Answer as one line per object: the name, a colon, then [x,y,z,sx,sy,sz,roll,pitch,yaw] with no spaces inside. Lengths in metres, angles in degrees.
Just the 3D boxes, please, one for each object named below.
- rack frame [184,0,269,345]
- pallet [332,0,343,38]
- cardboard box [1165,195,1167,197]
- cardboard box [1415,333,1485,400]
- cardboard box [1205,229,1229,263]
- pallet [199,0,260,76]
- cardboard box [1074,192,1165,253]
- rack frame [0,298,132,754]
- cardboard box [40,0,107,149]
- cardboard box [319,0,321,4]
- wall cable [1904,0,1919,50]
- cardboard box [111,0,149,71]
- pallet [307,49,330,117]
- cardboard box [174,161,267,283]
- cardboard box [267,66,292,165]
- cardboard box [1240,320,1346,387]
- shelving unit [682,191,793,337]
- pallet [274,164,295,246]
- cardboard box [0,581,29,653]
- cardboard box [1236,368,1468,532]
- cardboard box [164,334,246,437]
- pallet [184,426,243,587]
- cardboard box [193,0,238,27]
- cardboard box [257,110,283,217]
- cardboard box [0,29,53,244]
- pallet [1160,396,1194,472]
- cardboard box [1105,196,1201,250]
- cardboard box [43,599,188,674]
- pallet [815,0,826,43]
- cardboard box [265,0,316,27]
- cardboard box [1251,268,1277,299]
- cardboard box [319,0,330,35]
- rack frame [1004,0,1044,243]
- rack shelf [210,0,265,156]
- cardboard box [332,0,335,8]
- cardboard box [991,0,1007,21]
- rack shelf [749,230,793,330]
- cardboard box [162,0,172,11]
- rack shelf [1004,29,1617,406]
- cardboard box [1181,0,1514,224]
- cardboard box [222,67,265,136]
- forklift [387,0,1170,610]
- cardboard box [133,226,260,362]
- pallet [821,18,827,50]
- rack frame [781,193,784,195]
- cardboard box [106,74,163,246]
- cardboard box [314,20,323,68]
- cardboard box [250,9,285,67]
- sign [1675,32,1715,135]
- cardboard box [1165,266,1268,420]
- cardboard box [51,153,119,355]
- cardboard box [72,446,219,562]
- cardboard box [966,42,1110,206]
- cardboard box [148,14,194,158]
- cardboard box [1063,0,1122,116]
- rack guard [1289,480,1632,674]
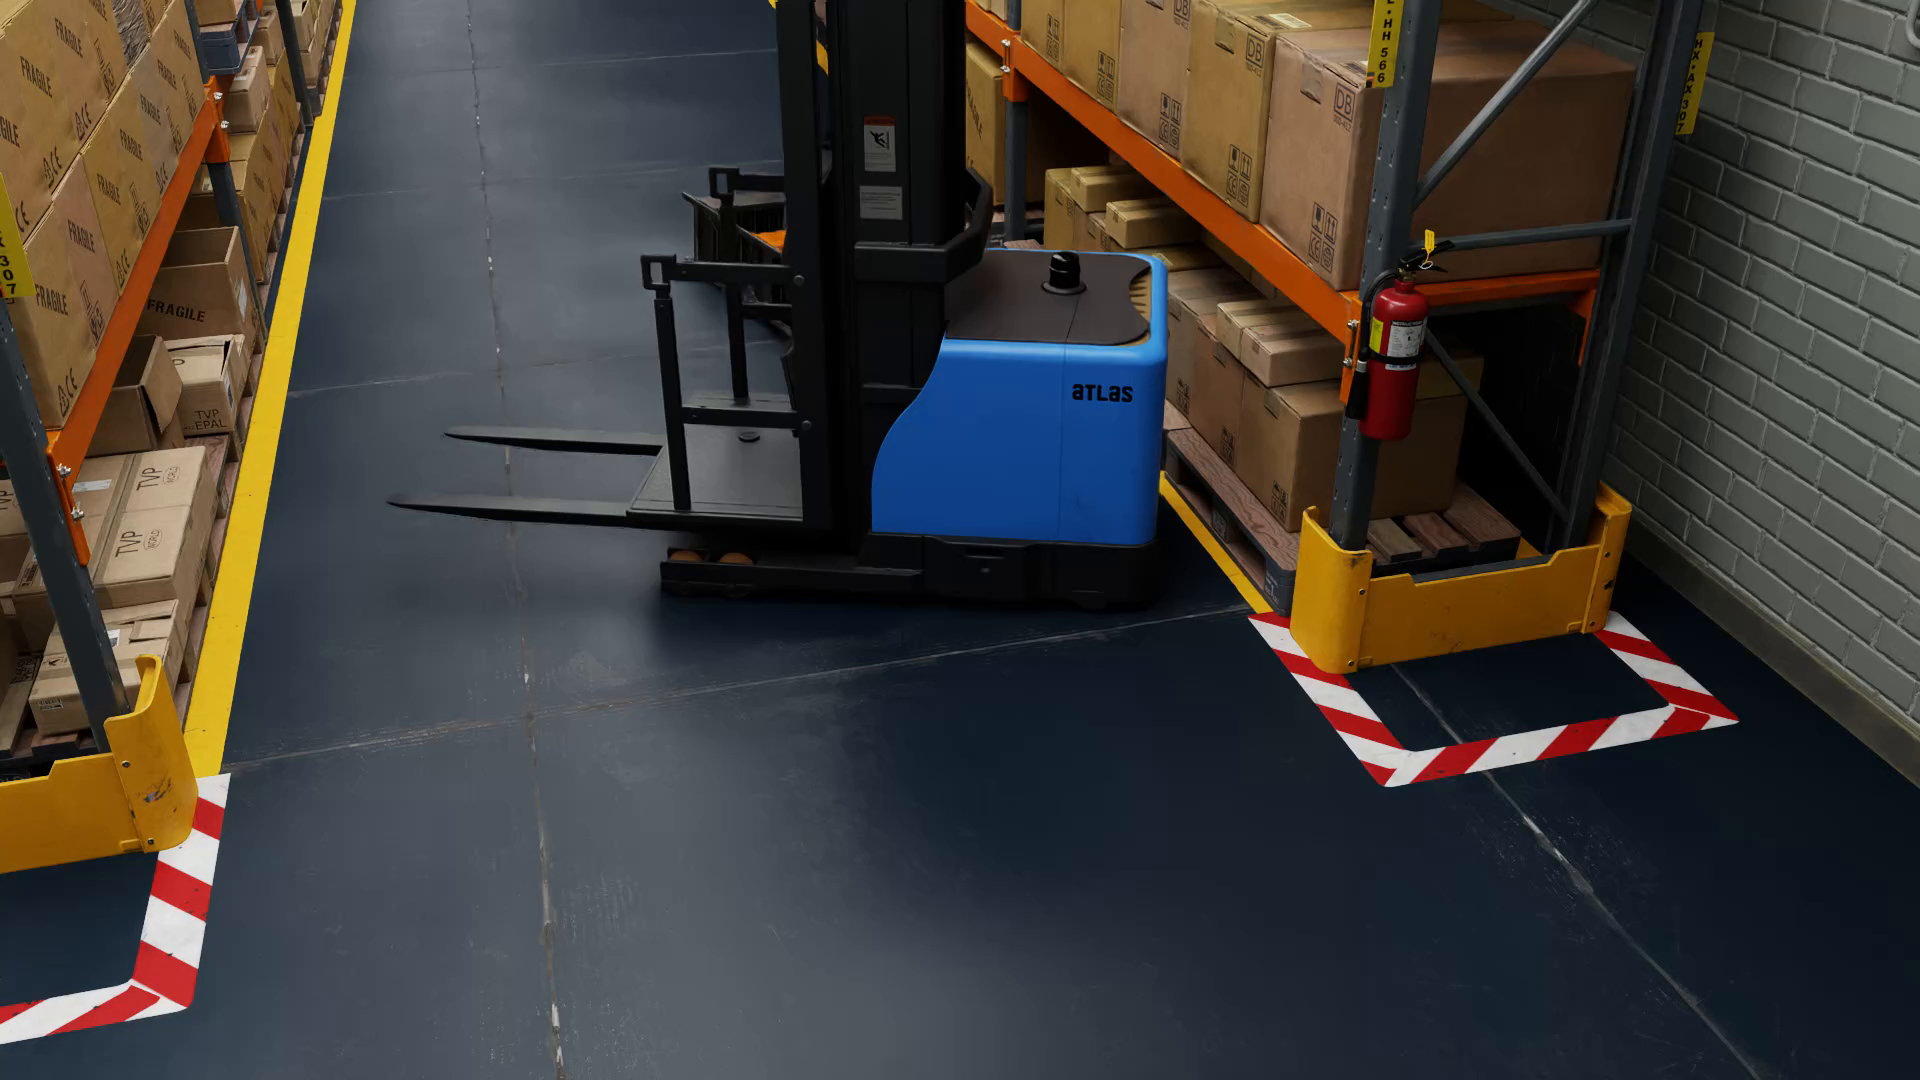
rack frame: [-4.029,-2.256,7.653,1.000,3.000,0.127,-8,31,-13]
pallet: [-5.919,-4.562,14.421,1.003,0.211,1.213,-8,31,-13]
cardboard box: [1.211,-1.637,8.012,0.380,0.149,0.250,-9,31,-15]
cardboard box: [1.752,-0.656,6.317,0.380,0.149,0.250,-8,31,-13]
cardboard box: [1.347,-1.390,7.586,0.380,0.149,0.250,-8,31,-14]
pallet: [-4.136,-2.573,8.393,1.003,0.211,1.213,-8,31,-13]
cardboard box: [0.976,-1.398,8.247,0.700,0.500,0.500,-8,31,-14]
rack frame: [-2.967,-0.324,4.315,1.000,3.000,0.127,-8,31,-13]
cardboard box: [-3.105,-1.543,5.323,0.500,0.500,0.500,-7,31,-13]
cardboard box: [-5.364,-4.461,13.229,0.500,0.311,0.500,-8,31,-14]
wall cable: [3.060,-0.931,4.350,0.084,1.984,1.851,-8,31,-13]
cardboard box: [-3.373,-2.031,6.167,0.500,0.500,0.500,-8,31,-13]
pallet: [-5.271,-3.384,12.385,1.003,0.211,1.213,-8,31,-13]
cardboard box: [-3.922,-1.630,8.628,0.500,0.500,0.500,-9,31,-16]
cardboard box: [-4.479,-2.626,10.348,0.500,0.500,0.500,-9,31,-15]
cardboard box: [1.316,-0.727,6.441,0.380,0.149,0.250,-8,31,-14]
shelving unit: [-0.768,-1.358,8.615,0.503,0.431,2.100,-14,32,-30]
pallet: [-4.608,-2.027,10.041,1.003,0.211,1.213,-8,31,-13]
cardboard box: [-3.370,0.275,5.670,0.380,0.166,0.250,-8,31,-13]
cardboard box: [1.526,-0.409,6.538,0.700,0.500,0.500,-8,31,-13]
cardboard box: [-3.405,-0.683,7.180,0.500,0.311,0.500,-8,31,-13]
pallet: [-3.520,-0.127,6.758,1.003,0.211,1.213,-8,31,-13]
cardboard box: [-3.939,-2.739,7.969,0.700,0.500,0.500,-19,35,-30]
cardboard box: [-4.200,-2.129,9.490,0.500,0.500,0.500,-7,31,-13]
cardboard box: [-2.831,-1.049,4.470,0.500,0.500,0.500,-7,31,-12]
pallet: [1.200,-0.741,7.820,1.003,0.211,1.213,-8,31,-13]
cardboard box: [0.900,-1.480,7.742,0.380,0.149,0.250,-9,31,-15]
cardboard box: [-2.813,0.343,5.552,0.380,0.166,0.250,-8,31,-13]
pallet: [-0.842,-4.607,14.499,1.003,0.211,1.213,-8,31,-13]
cardboard box: [-5.094,-3.967,12.374,0.500,0.311,0.500,-9,31,-15]
cardboard box: [1.482,-1.144,7.161,0.380,0.149,0.250,-7,31,-13]
cardboard box: [-5.360,-4.212,13.358,0.500,0.250,0.500,-7,31,-12]
rack frame: [0.746,-2.916,8.794,1.000,3.000,0.127,-8,31,-13]
rack shelf: [-4.560,-2.910,9.502,1.077,0.370,4.000,-8,31,-13]
cardboard box: [-5.630,-4.705,14.210,0.500,0.250,0.500,-8,31,-14]
cardboard box: [0.384,-2.942,9.069,0.380,0.149,0.250,-8,31,-13]
rack shelf: [-0.760,-1.353,8.605,0.480,0.431,0.518,-14,32,-30]
cardboard box: [-3.645,-2.522,7.015,0.500,0.500,0.500,-8,31,-13]
rack shelf: [1.277,-1.639,7.305,1.077,0.370,4.000,-8,31,-13]
cardboard box: [1.459,-1.709,6.409,0.980,0.700,0.700,-8,31,-14]
cardboard box: [-4.188,-2.438,9.275,0.500,0.250,0.500,-8,31,-13]
forklift: [-0.723,-1.309,6.086,3.031,2.935,1.130,3,30,5]
cardboard box: [-3.604,-1.127,7.758,0.500,0.500,0.500,-8,31,-13]
pallet: [-0.521,-4.019,13.482,1.003,0.211,1.213,-8,31,-13]
rack frame: [-0.563,-1.408,8.737,0.015,0.400,2.100,-14,32,-30]
cardboard box: [-3.234,-1.349,5.987,0.500,0.500,0.500,-7,31,-13]
cardboard box: [-5.080,-3.714,12.498,0.500,0.250,0.500,-9,31,-15]
cardboard box: [-4.597,-3.174,10.546,0.500,0.250,0.500,-7,31,-11]
sign: [2.345,-1.464,5.342,0.100,0.325,0.005,-8,31,-13]
cardboard box: [1.259,-0.893,7.375,0.700,0.500,0.500,-9,31,-15]
cardboard box: [-2.973,-0.865,5.150,0.500,0.500,0.500,-8,31,-14]
cardboard box: [-3.103,-0.107,6.247,0.500,0.250,0.500,-8,31,-13]
cardboard box: [0.448,-2.464,9.740,0.750,0.750,0.750,-7,31,-13]
cardboard box: [-3.510,-1.843,6.840,0.500,0.500,0.500,-7,31,-12]
cardboard box: [1.063,-2.428,7.652,0.980,0.700,0.700,-9,31,-15]
rack guard: [1.814,0.109,6.062,1.175,0.500,0.348,-8,31,-13]
